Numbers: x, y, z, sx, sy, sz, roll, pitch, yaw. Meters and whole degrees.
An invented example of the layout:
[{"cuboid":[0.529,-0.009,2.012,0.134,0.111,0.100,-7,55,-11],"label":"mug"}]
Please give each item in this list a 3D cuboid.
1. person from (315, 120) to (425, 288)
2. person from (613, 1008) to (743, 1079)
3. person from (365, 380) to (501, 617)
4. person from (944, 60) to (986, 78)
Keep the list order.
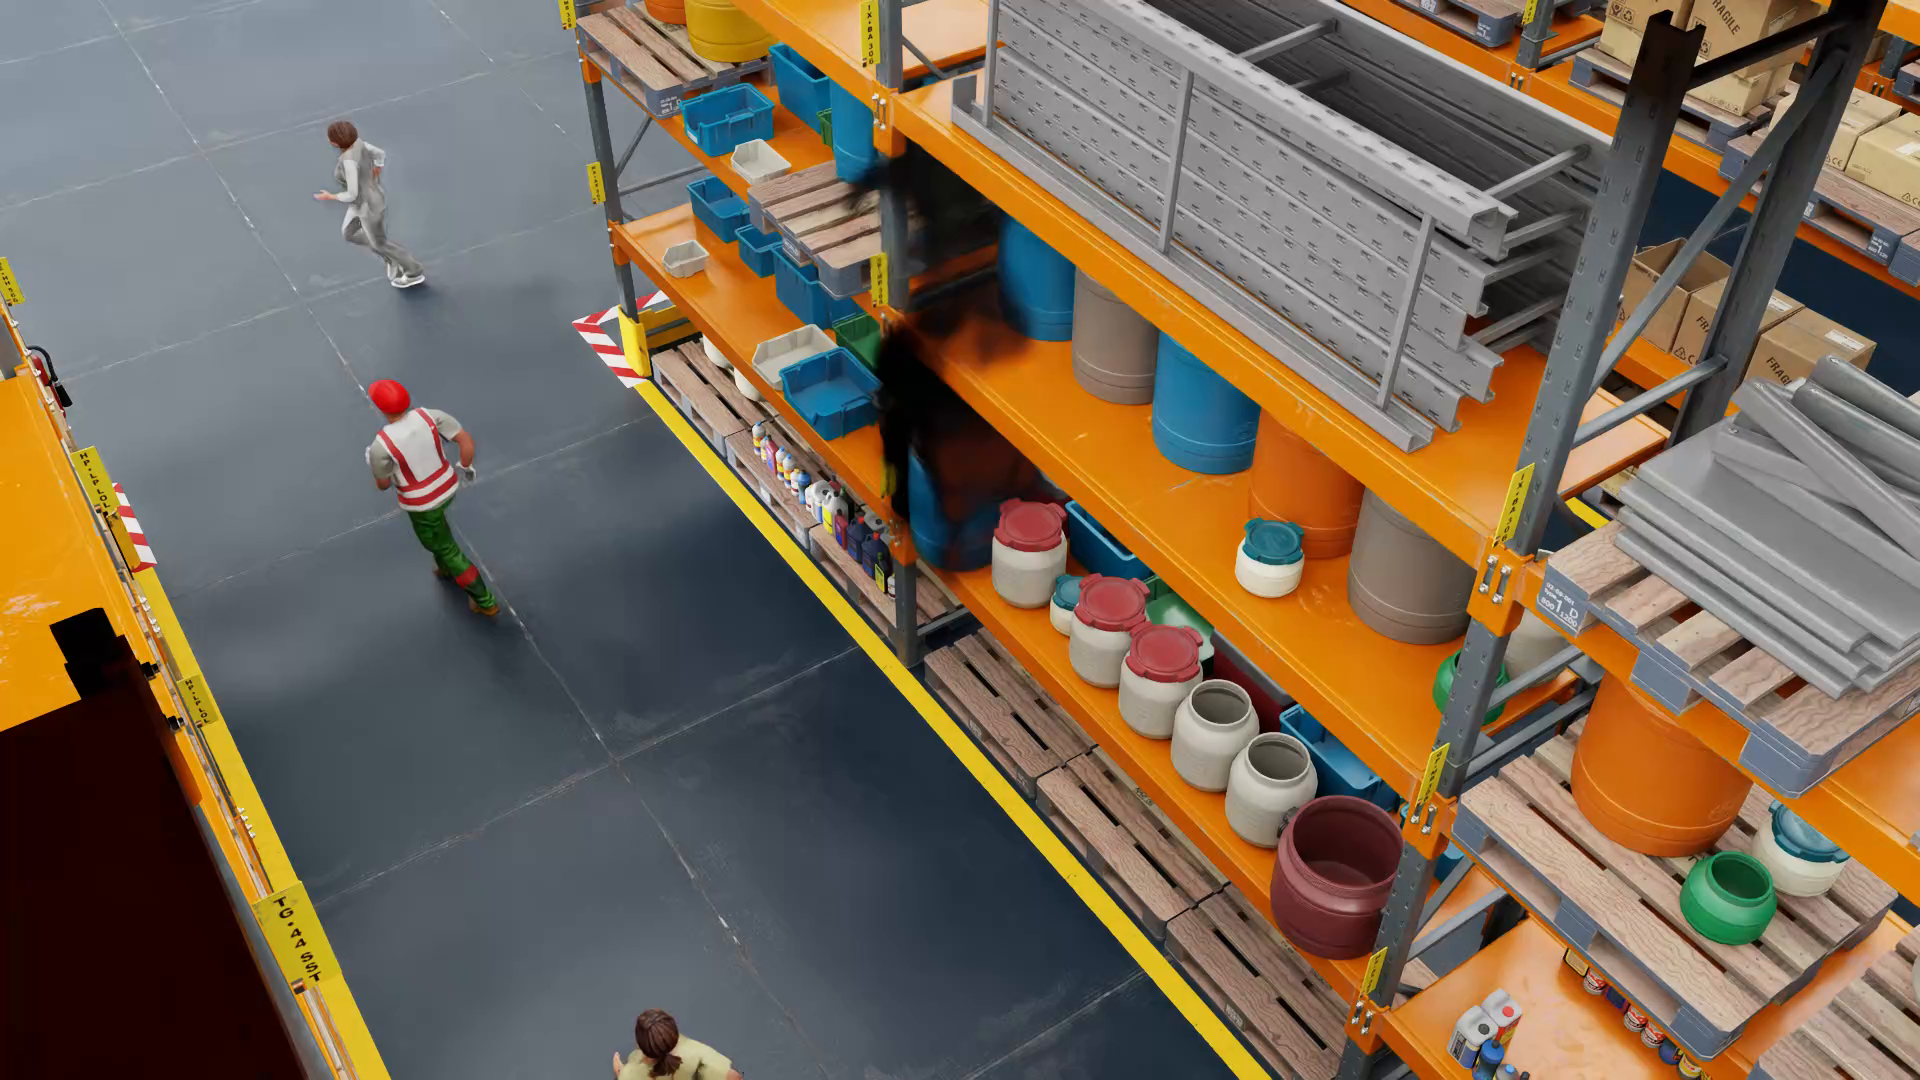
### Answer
[{"cuboid":[-4.861,-2.726,13.550,0.690,1.554,0.508,-9,43,-10],"label":"person"},{"cuboid":[-1.302,2.666,7.641,0.578,1.675,0.930,-23,47,-23],"label":"person"},{"cuboid":[-3.419,-0.259,10.748,0.900,1.818,0.584,23,47,23],"label":"person"},{"cuboid":[-0.011,-5.001,15.977,0.778,1.750,0.527,-10,44,-10],"label":"person"}]
